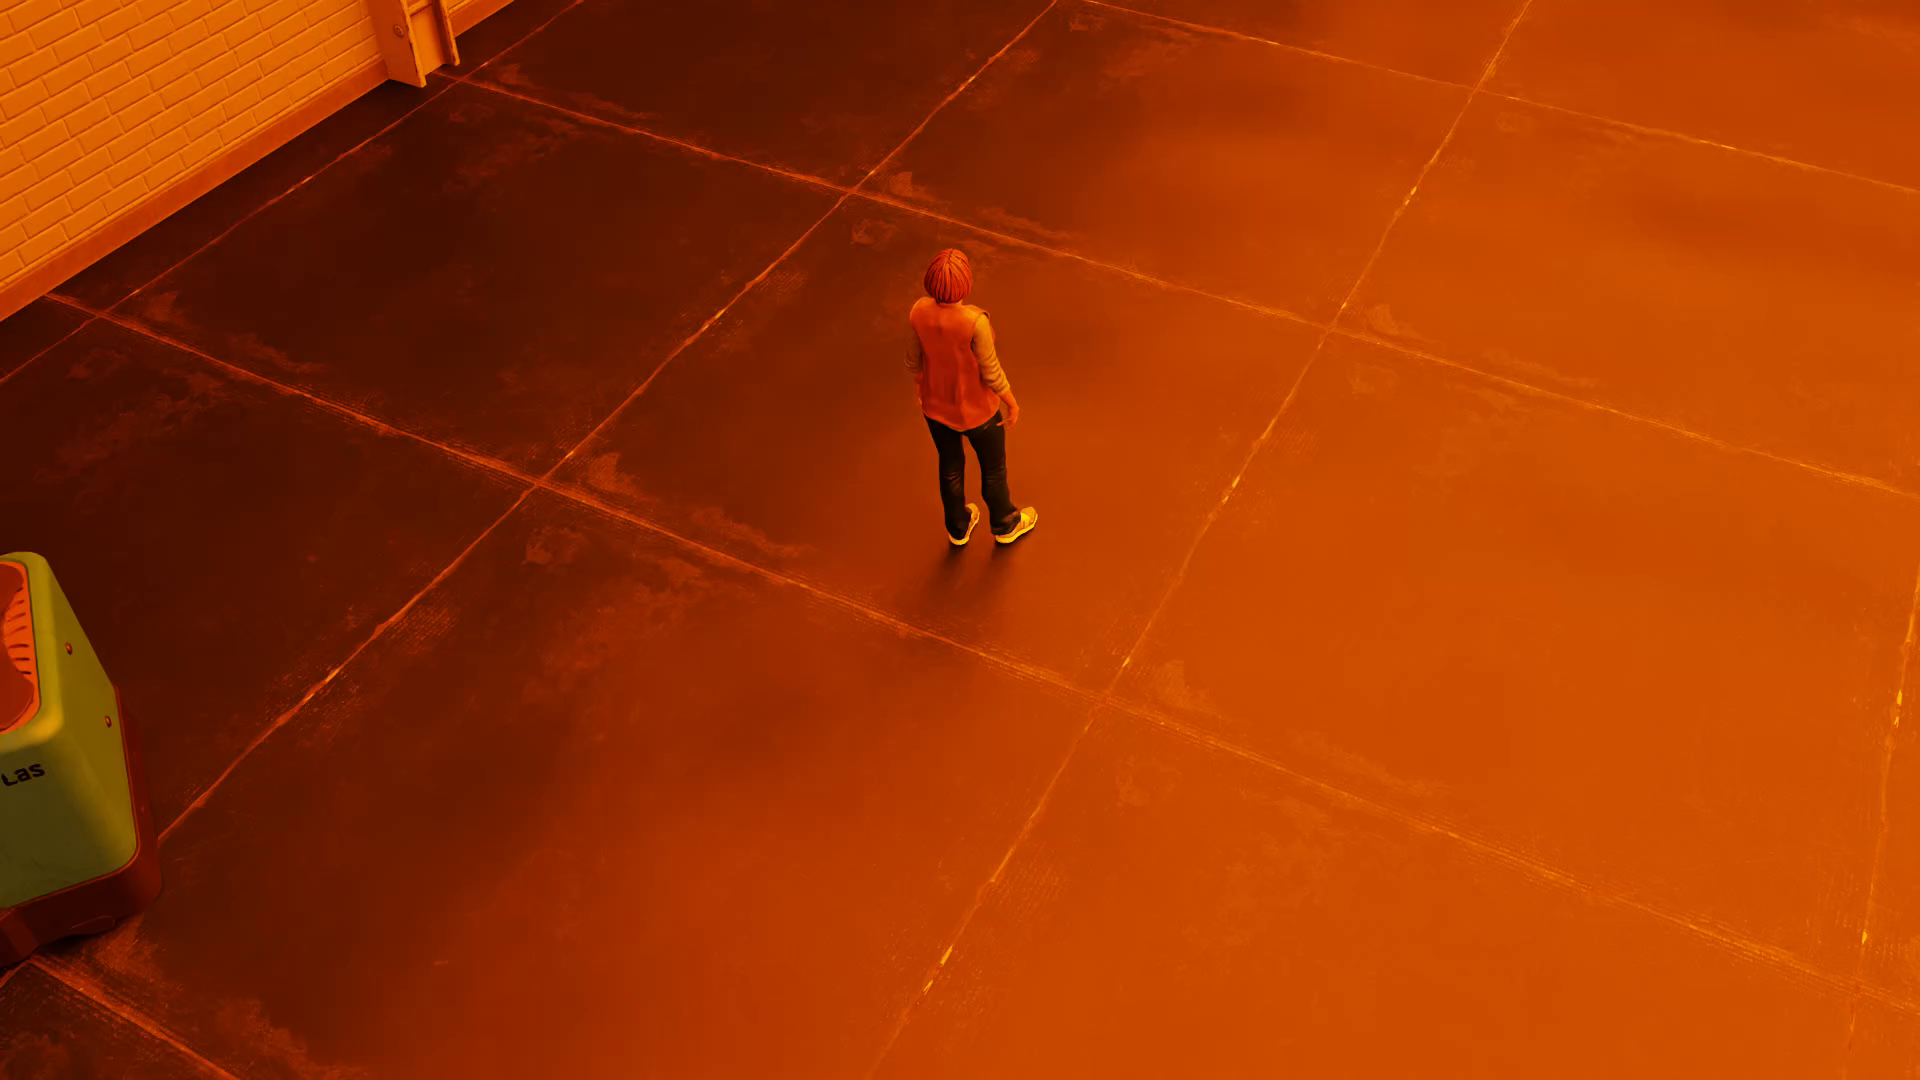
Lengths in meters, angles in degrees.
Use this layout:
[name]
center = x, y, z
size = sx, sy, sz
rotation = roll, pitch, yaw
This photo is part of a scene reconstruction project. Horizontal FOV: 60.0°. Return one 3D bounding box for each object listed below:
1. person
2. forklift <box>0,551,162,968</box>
[person]
center = 0.047, -0.627, 7.282
size = 0.521, 1.599, 0.473
rotation = 20, 47, 20
[forklift]
center = -4.578, 0.470, 5.155
size = 3.031, 2.935, 1.130
rotation = -18, 46, -18
